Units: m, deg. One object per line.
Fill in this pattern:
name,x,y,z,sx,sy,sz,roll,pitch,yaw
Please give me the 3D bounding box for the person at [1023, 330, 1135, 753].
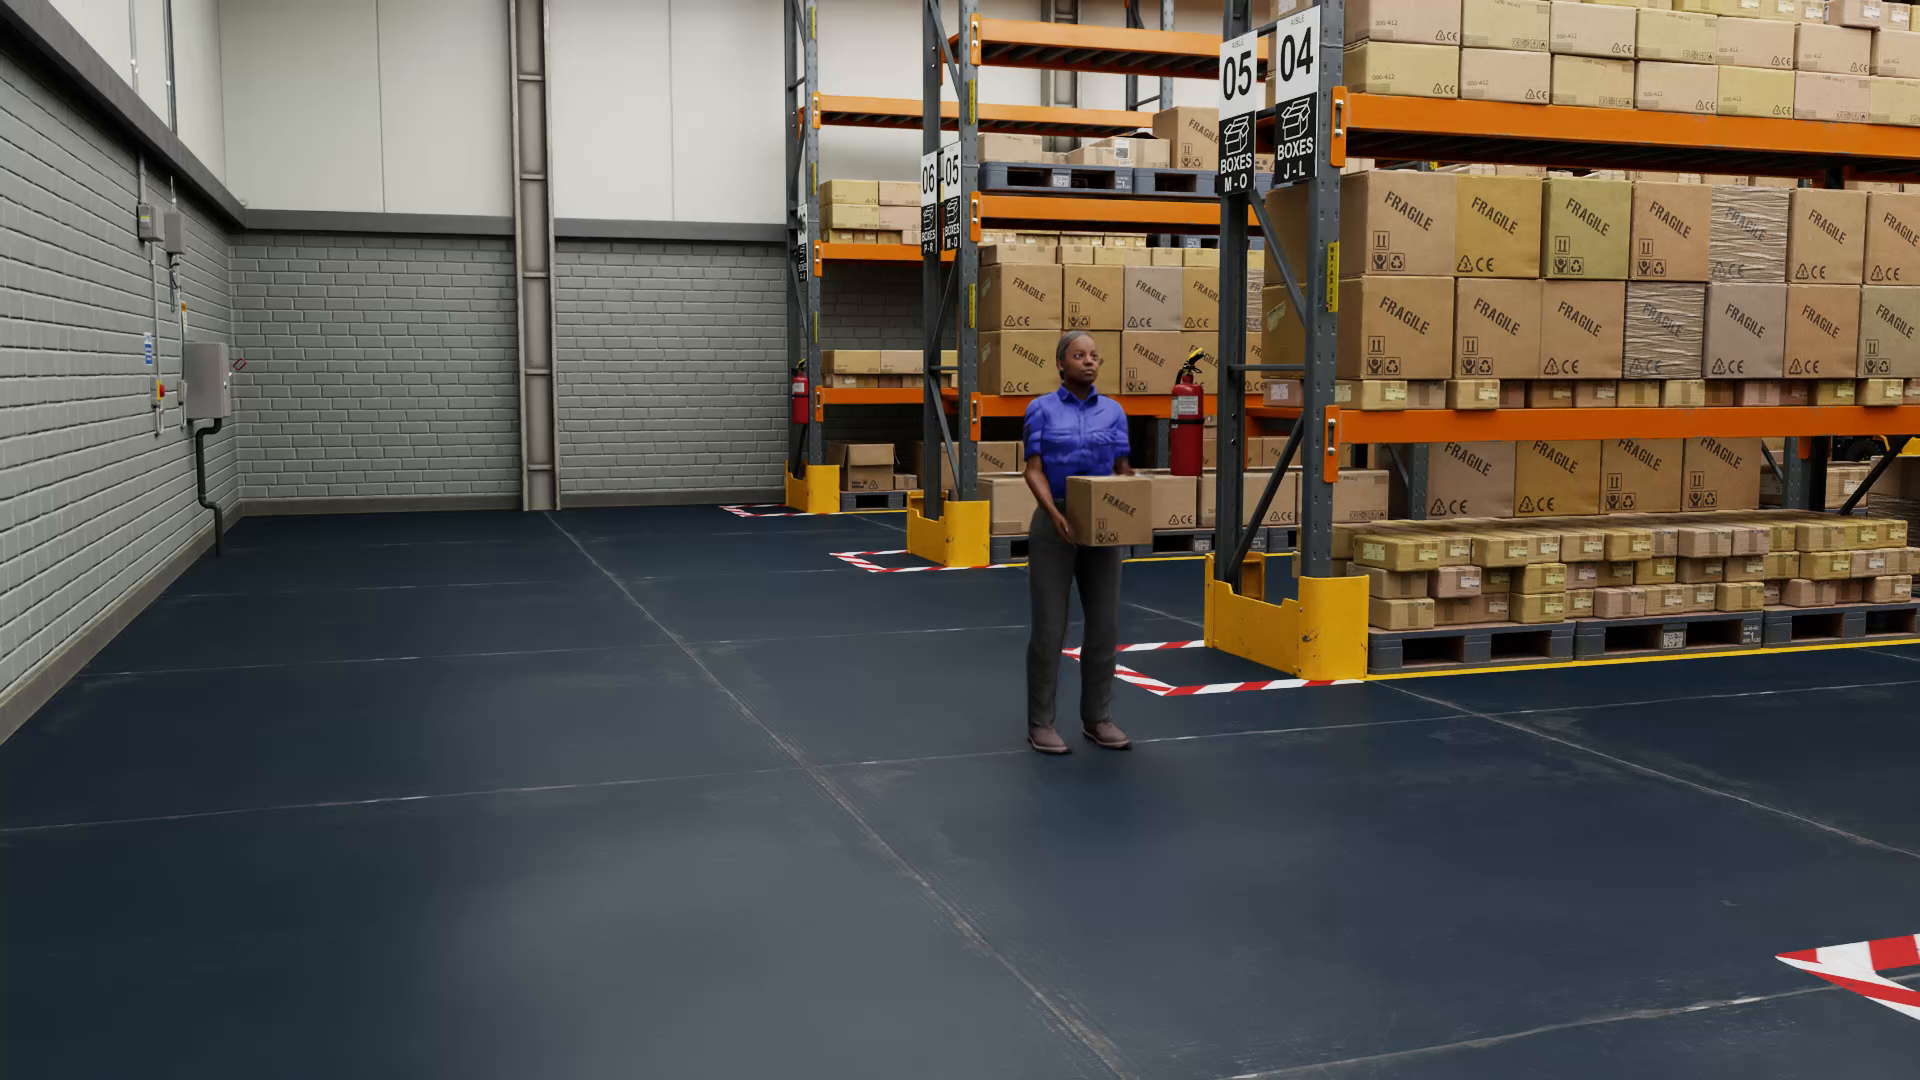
person,0.486,0.004,6.556,0.456,1.655,0.507,-1,6,-12
